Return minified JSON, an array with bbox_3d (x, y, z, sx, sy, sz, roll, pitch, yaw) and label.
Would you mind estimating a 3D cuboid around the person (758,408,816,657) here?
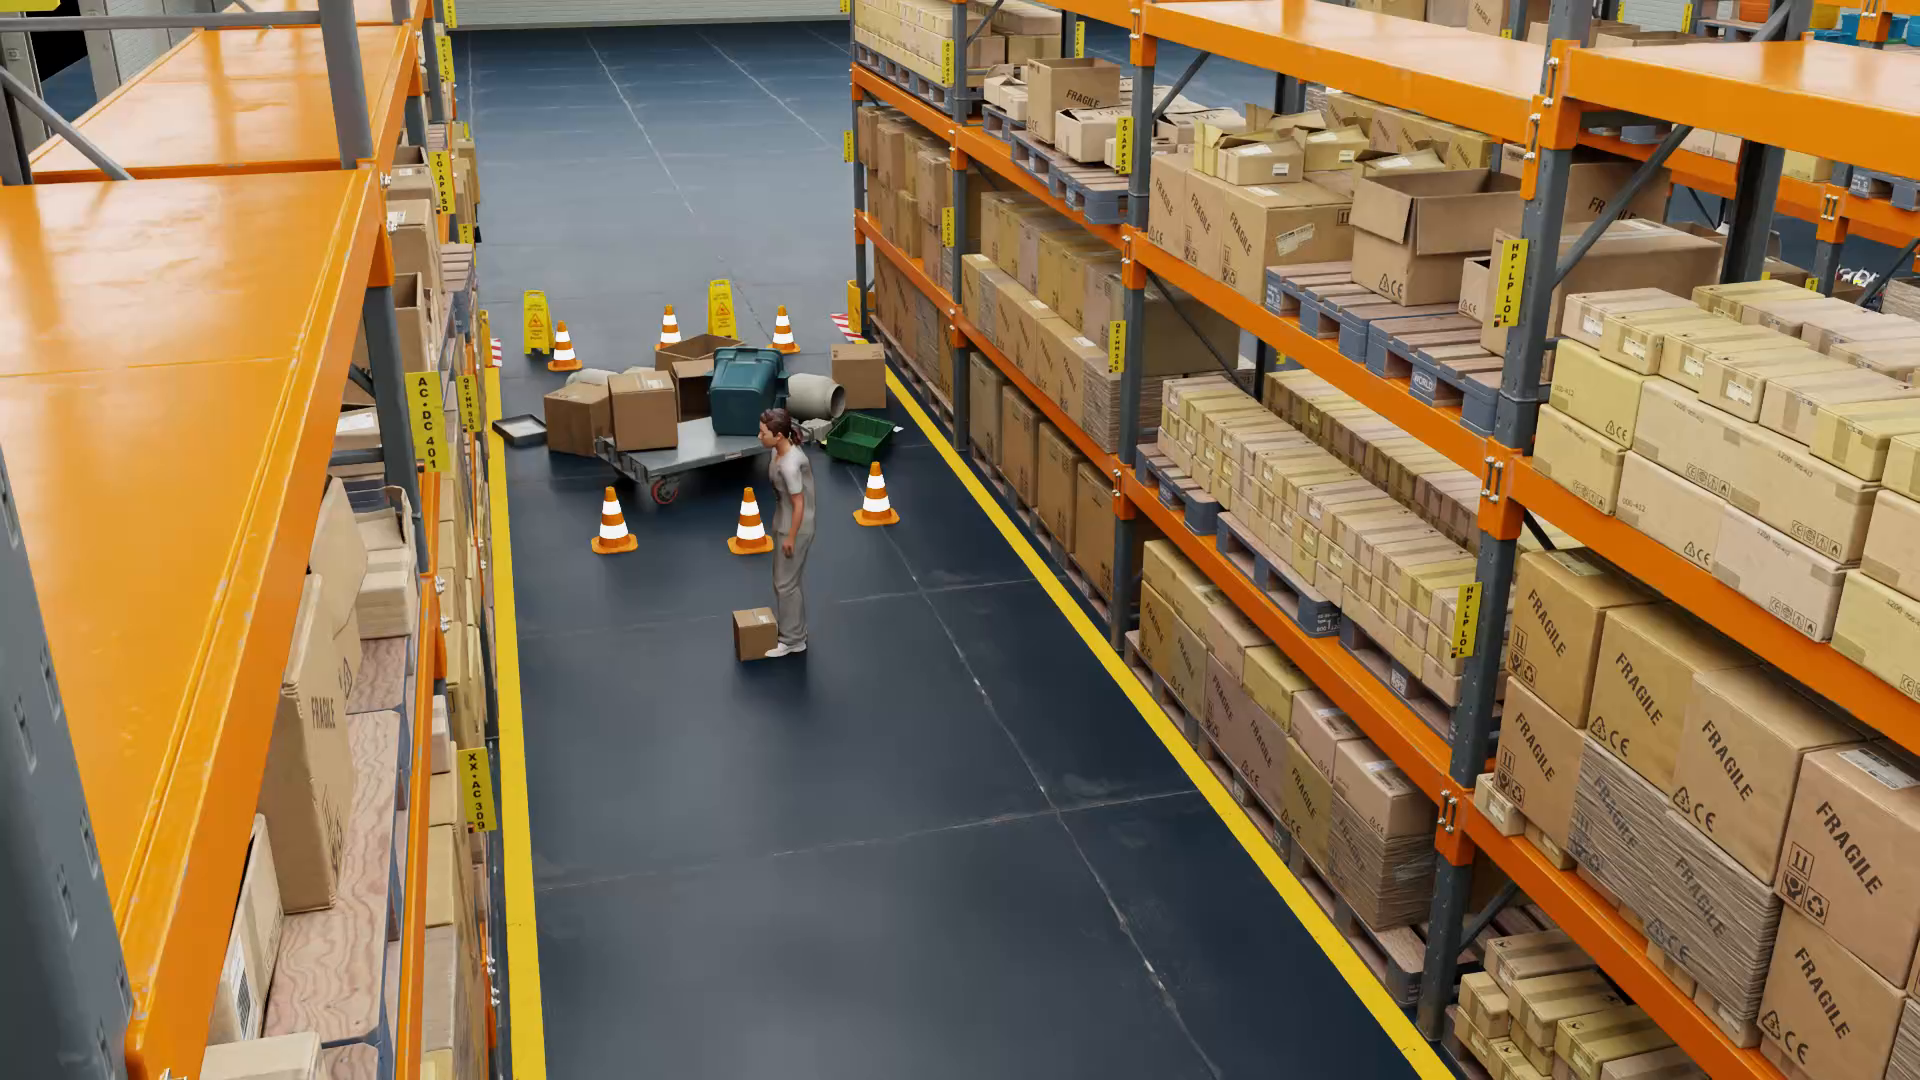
[{"bbox_3d":[-1.136,-0.064,10.748,0.408,1.672,0.485,-6,24,-14],"label":"person"}]
